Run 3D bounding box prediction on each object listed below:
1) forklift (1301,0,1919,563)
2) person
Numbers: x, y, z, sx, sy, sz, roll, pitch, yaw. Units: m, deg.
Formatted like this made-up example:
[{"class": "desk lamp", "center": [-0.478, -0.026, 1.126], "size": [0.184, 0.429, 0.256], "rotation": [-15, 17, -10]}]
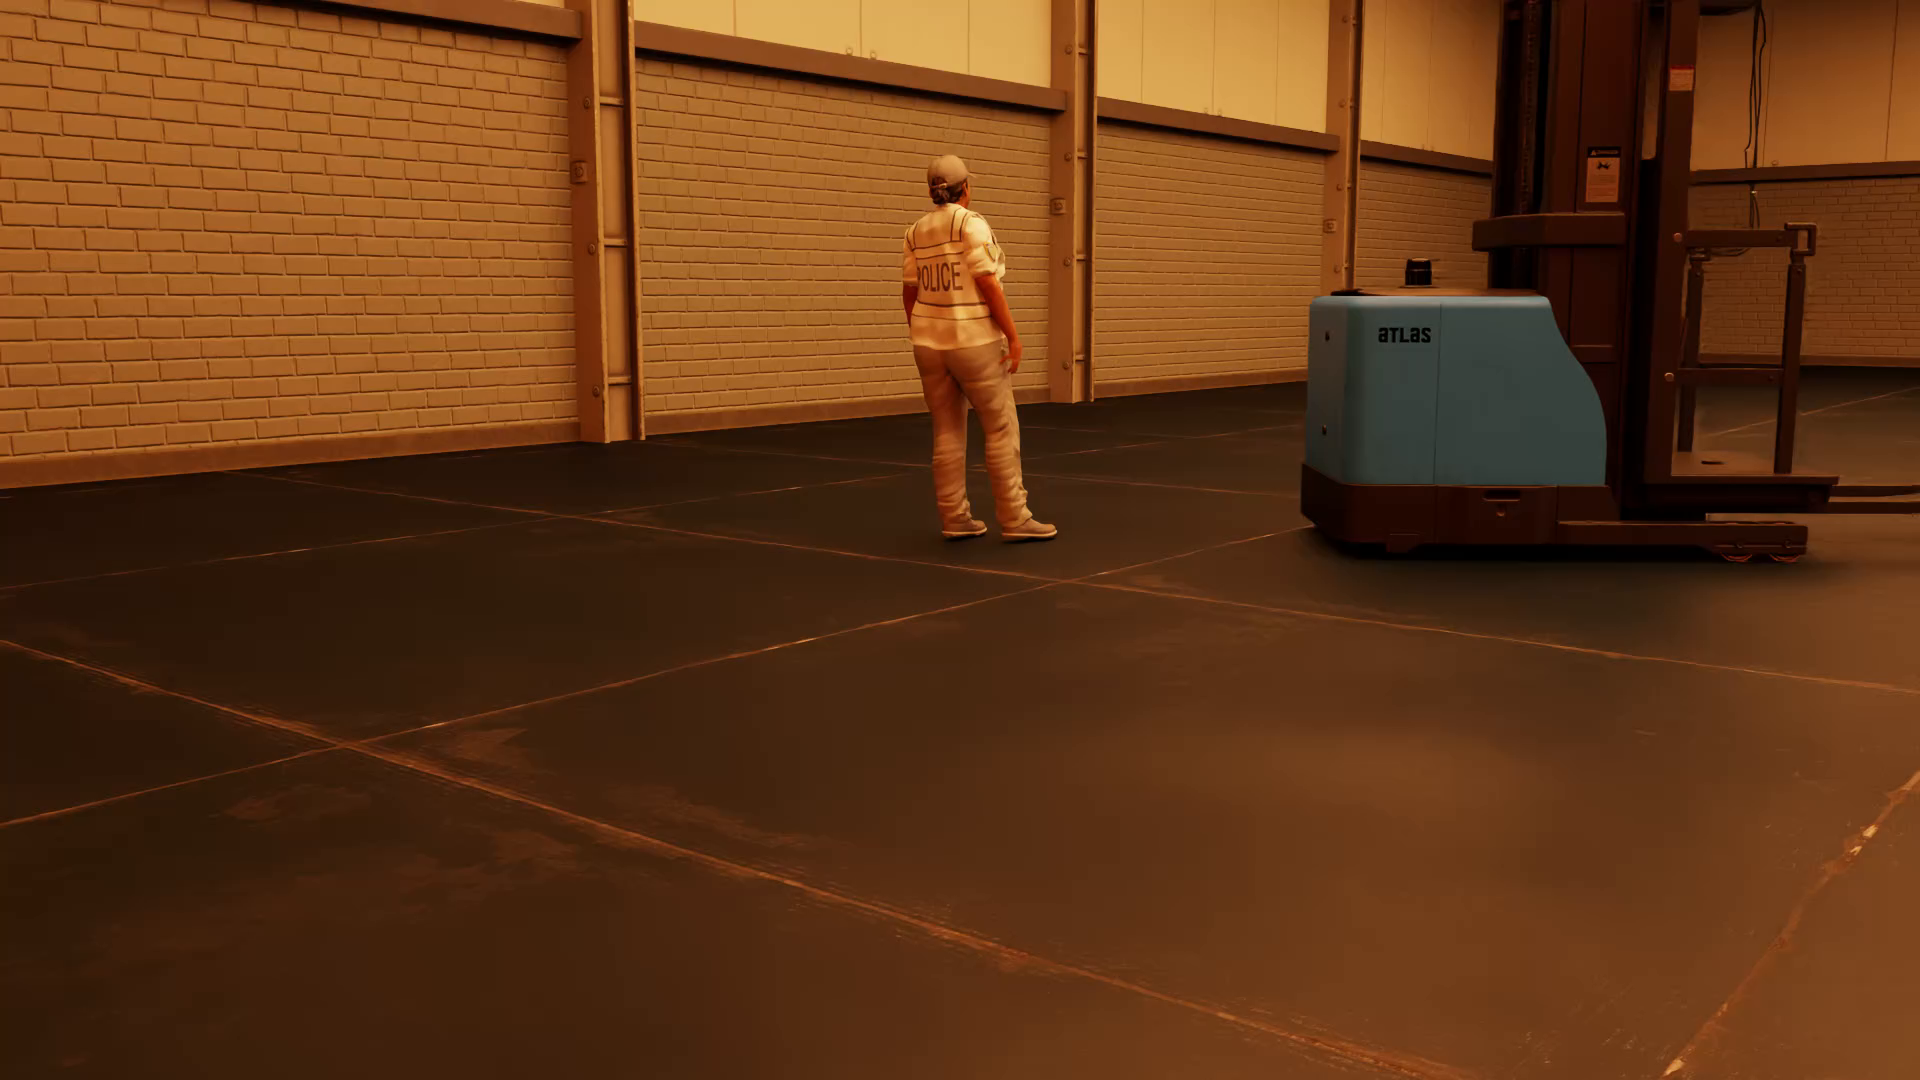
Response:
[{"class": "forklift", "center": [3.091, -1.436, 7.093], "size": [3.031, 2.935, 1.130], "rotation": [0, 8, 2]}, {"class": "person", "center": [0.066, -0.839, 7.328], "size": [0.598, 1.670, 0.529], "rotation": [7, 11, 38]}]
